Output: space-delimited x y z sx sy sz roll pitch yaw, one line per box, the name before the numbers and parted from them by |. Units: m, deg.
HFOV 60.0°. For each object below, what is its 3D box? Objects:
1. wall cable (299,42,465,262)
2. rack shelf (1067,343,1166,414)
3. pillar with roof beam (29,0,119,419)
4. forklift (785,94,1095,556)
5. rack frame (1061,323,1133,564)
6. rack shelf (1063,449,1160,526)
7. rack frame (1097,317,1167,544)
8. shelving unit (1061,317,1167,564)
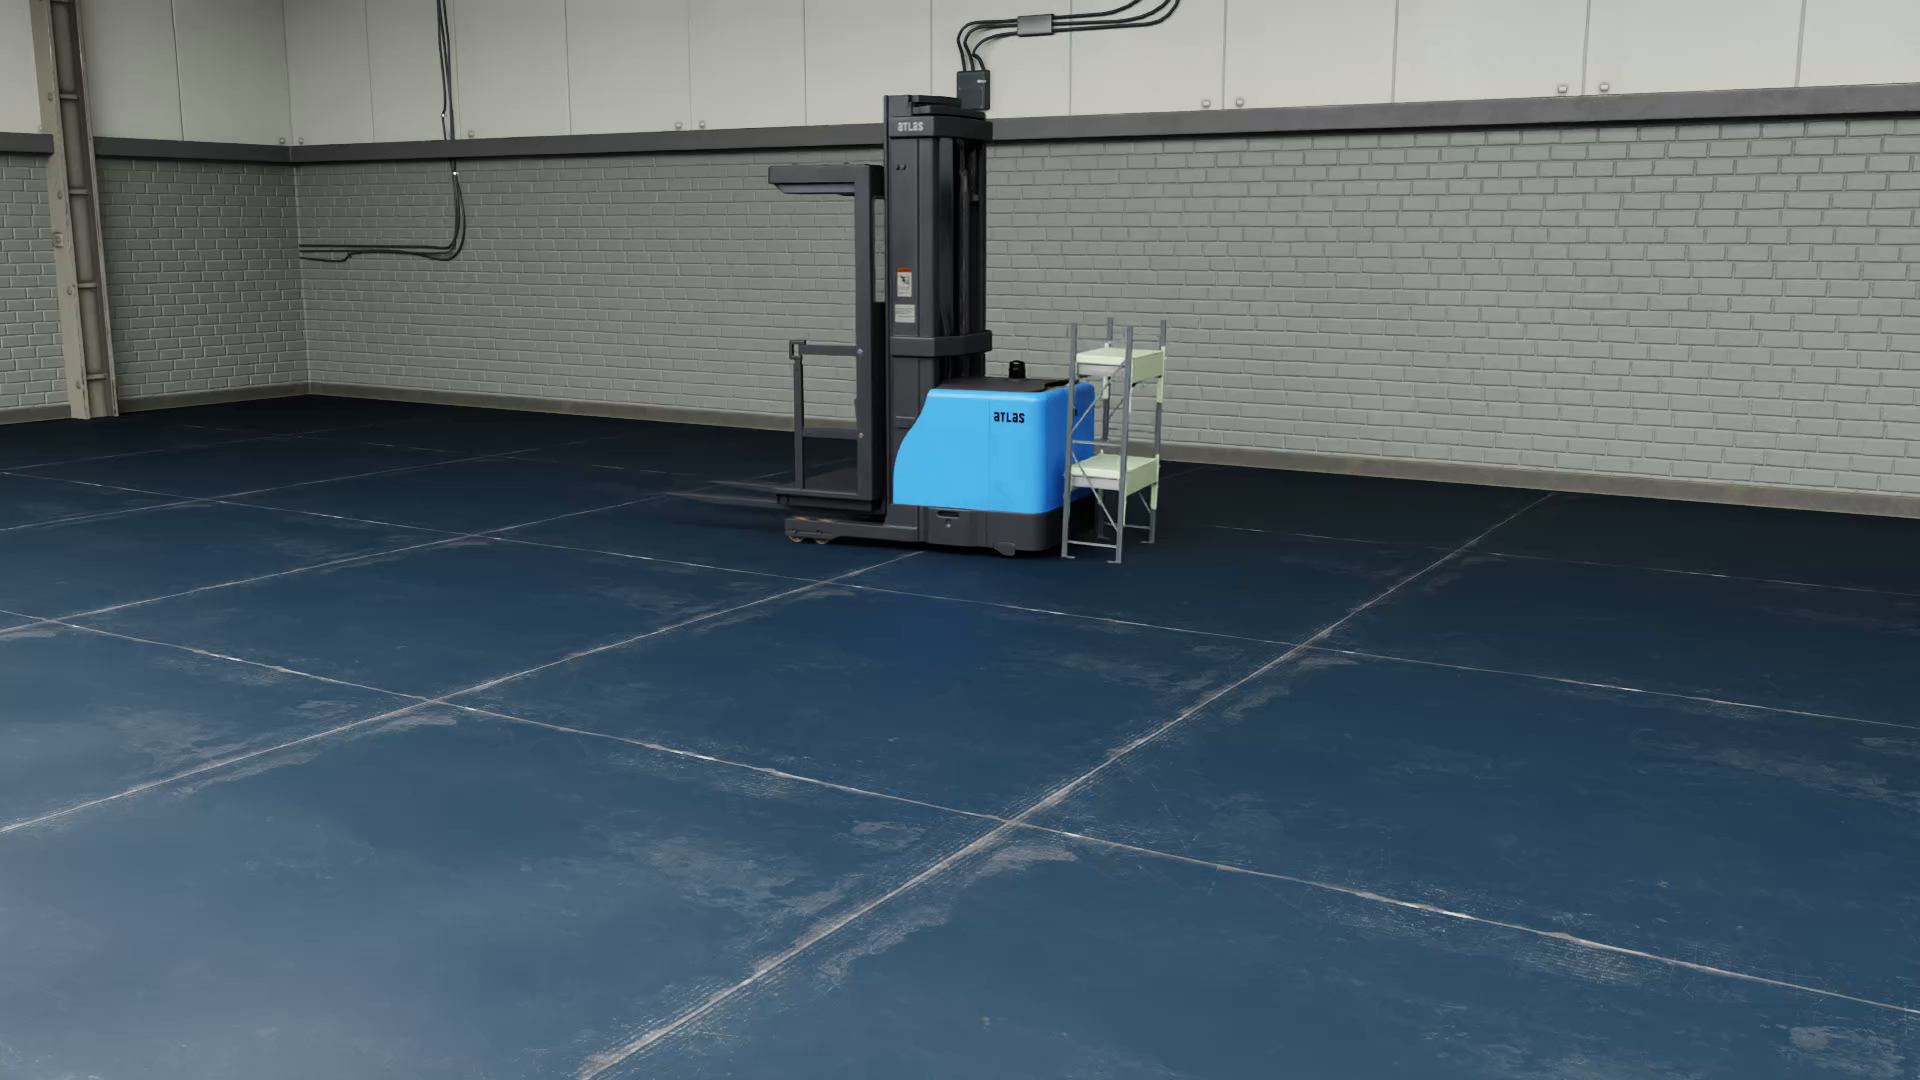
wall cable | -7.134 -4.630 20.081 3.097 2.526 0.112 6 12 31
rack shelf | 1.018 -1.052 10.754 0.431 0.370 0.720 6 12 22
pillar with roof beam | -6.114 -5.407 15.798 9.100 9.000 0.400 6 12 31
forklift | -0.632 -1.497 11.402 3.031 2.935 1.130 5 12 25
rack frame | 0.863 -0.608 10.500 0.400 1.500 0.023 6 12 22
rack shelf | 0.997 -0.350 10.894 0.431 0.370 0.720 6 12 22
rack frame | 1.150 -0.732 11.161 0.400 1.500 0.023 6 12 22
shelving unit | 1.007 -0.670 10.830 0.431 1.500 0.755 6 12 22
